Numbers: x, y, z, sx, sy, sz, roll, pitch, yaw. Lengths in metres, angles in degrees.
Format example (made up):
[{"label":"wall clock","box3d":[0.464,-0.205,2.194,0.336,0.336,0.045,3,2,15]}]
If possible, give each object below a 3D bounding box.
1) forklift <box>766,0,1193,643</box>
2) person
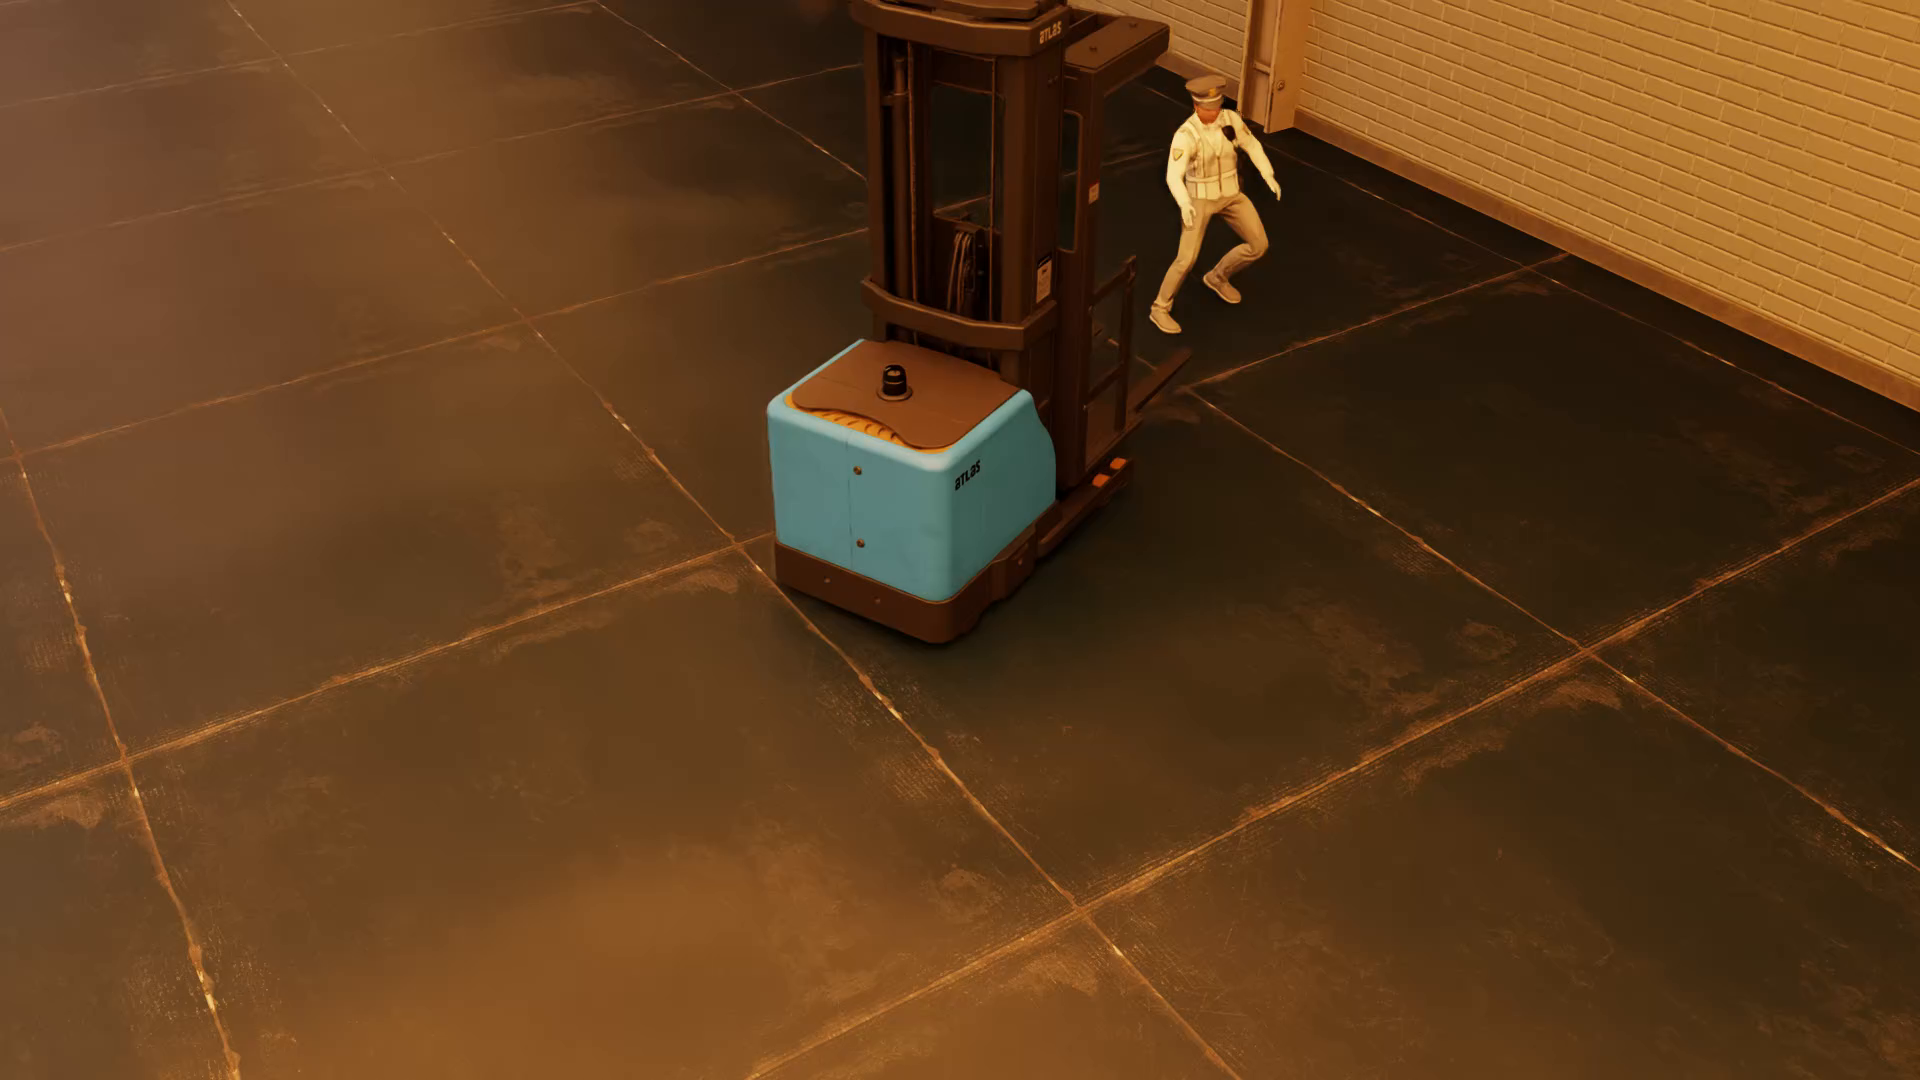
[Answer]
[{"label":"forklift","box3d":[0.296,-1.522,8.314,1.130,2.935,3.031,20,40,26]},{"label":"person","box3d":[1.594,-2.095,10.358,0.782,1.513,0.638,-11,37,-15]}]
